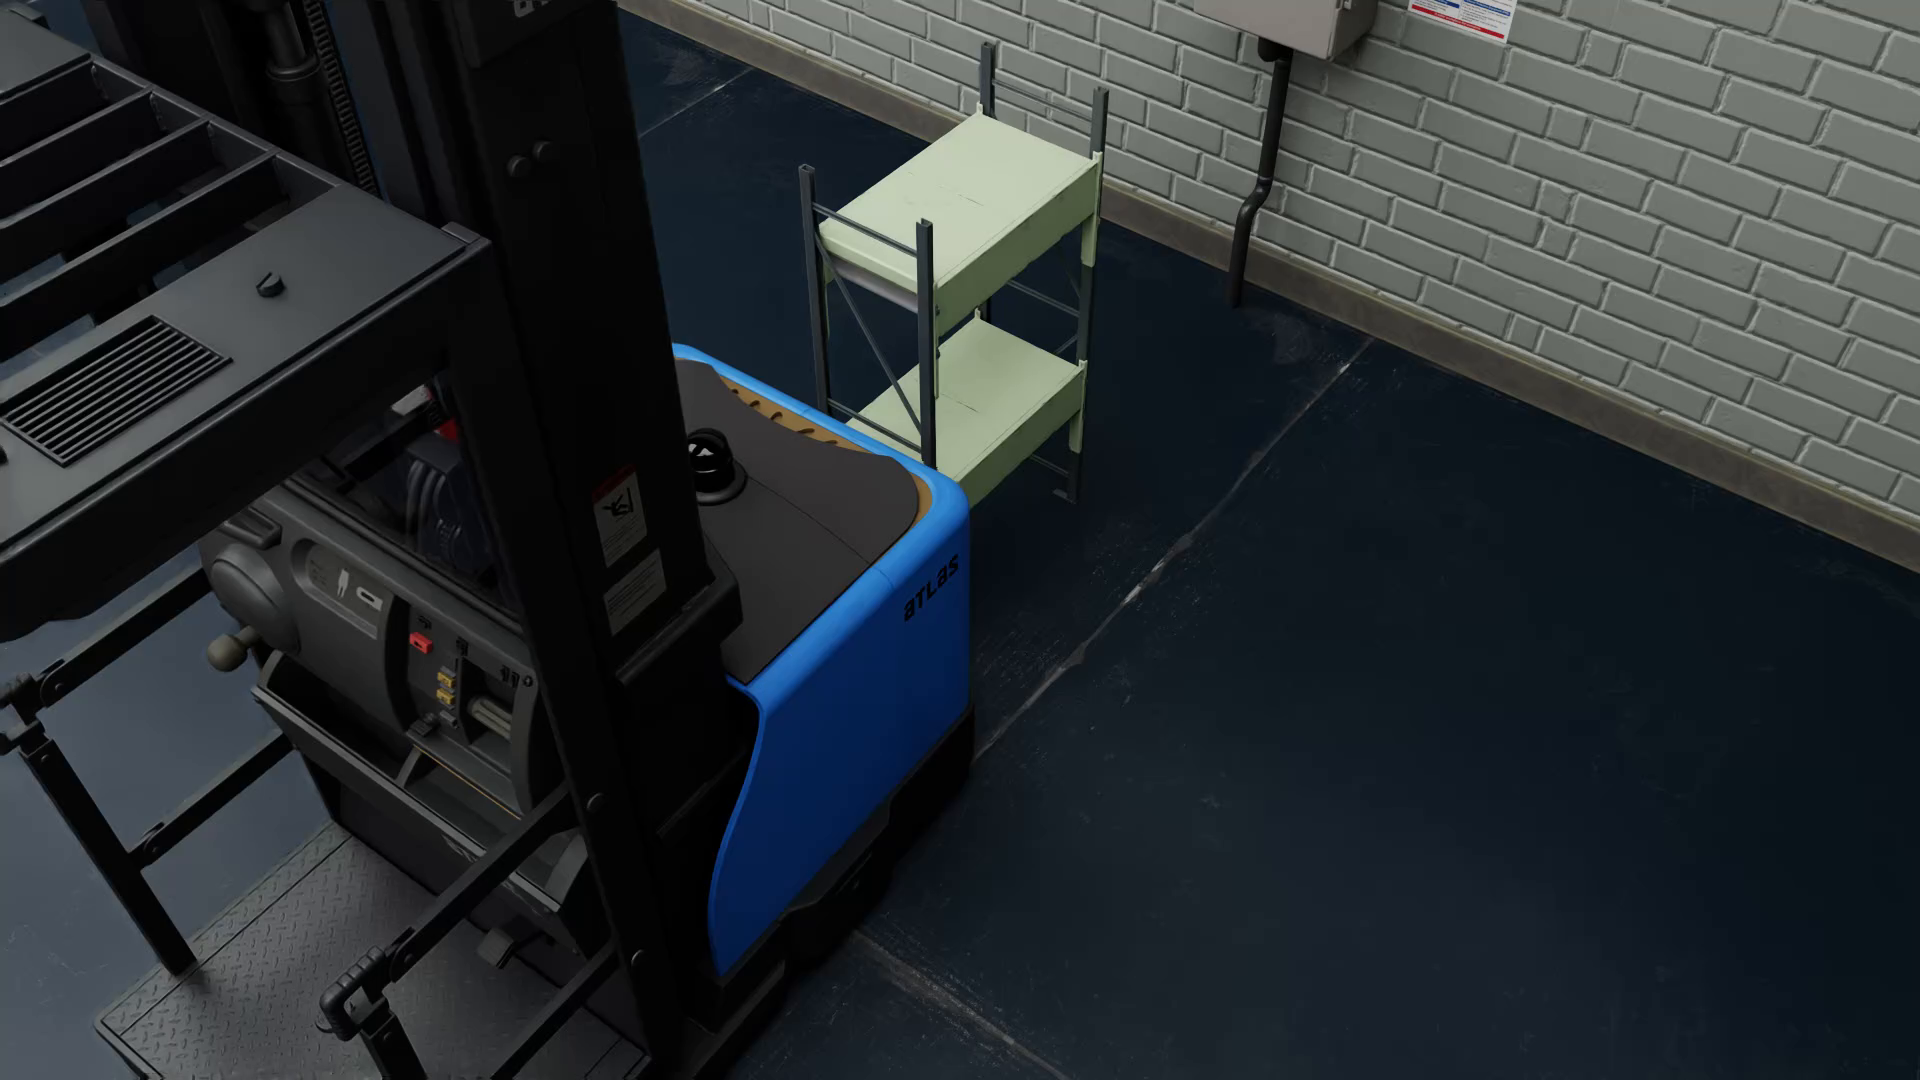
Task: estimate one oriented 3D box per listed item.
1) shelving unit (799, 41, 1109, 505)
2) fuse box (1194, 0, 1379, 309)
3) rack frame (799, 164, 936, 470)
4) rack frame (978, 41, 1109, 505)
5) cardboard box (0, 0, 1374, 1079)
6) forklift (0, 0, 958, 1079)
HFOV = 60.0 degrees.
[{"bbox_3d":[-0.004,-0.514,4.704,0.400,1.500,0.755,29,53,25],"label":"shelving unit"},{"bbox_3d":[0.998,-1.426,5.429,0.539,1.711,0.414,29,53,25],"label":"fuse box"},{"bbox_3d":[-0.228,-0.305,4.504,0.400,1.500,0.023,29,53,25],"label":"rack frame"},{"bbox_3d":[0.220,-0.724,4.904,0.400,1.500,0.023,29,53,25],"label":"rack frame"},{"bbox_3d":[-4.927,1.261,2.974,6.103,1.550,13.522,28,53,24],"label":"cardboard box"},{"bbox_3d":[-1.267,0.321,2.977,1.107,2.843,2.937,28,52,24],"label":"forklift"}]
